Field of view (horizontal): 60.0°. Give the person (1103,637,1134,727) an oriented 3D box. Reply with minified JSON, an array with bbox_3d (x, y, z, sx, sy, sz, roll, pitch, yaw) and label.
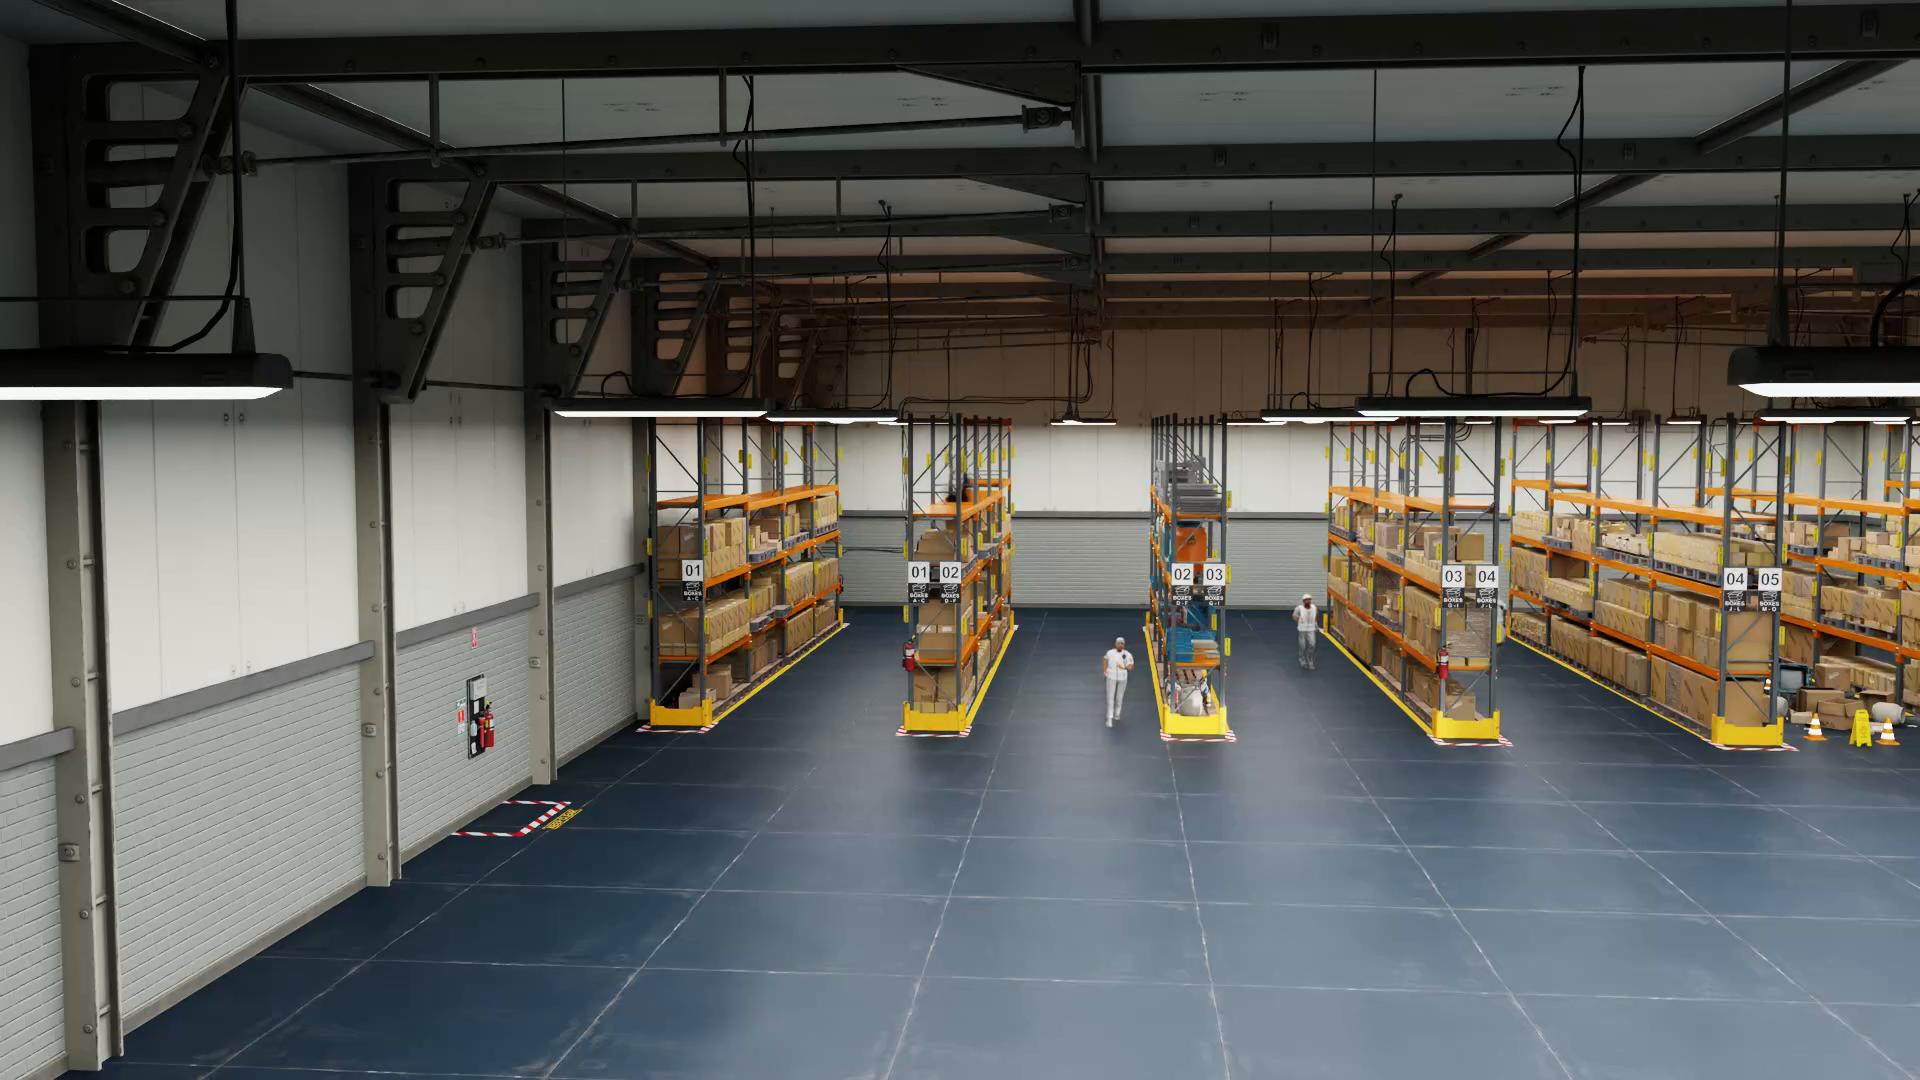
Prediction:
[{"bbox_3d":[3.050,2.705,32.061,0.585,1.657,0.889,0,4,3],"label":"person"}]

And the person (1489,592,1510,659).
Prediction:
[{"bbox_3d":[13.176,2.107,40.871,0.688,1.745,0.718,1,4,10],"label":"person"}]

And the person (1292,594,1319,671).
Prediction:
[{"bbox_3d":[8.221,2.190,39.482,0.659,1.829,0.759,0,4,3],"label":"person"}]
